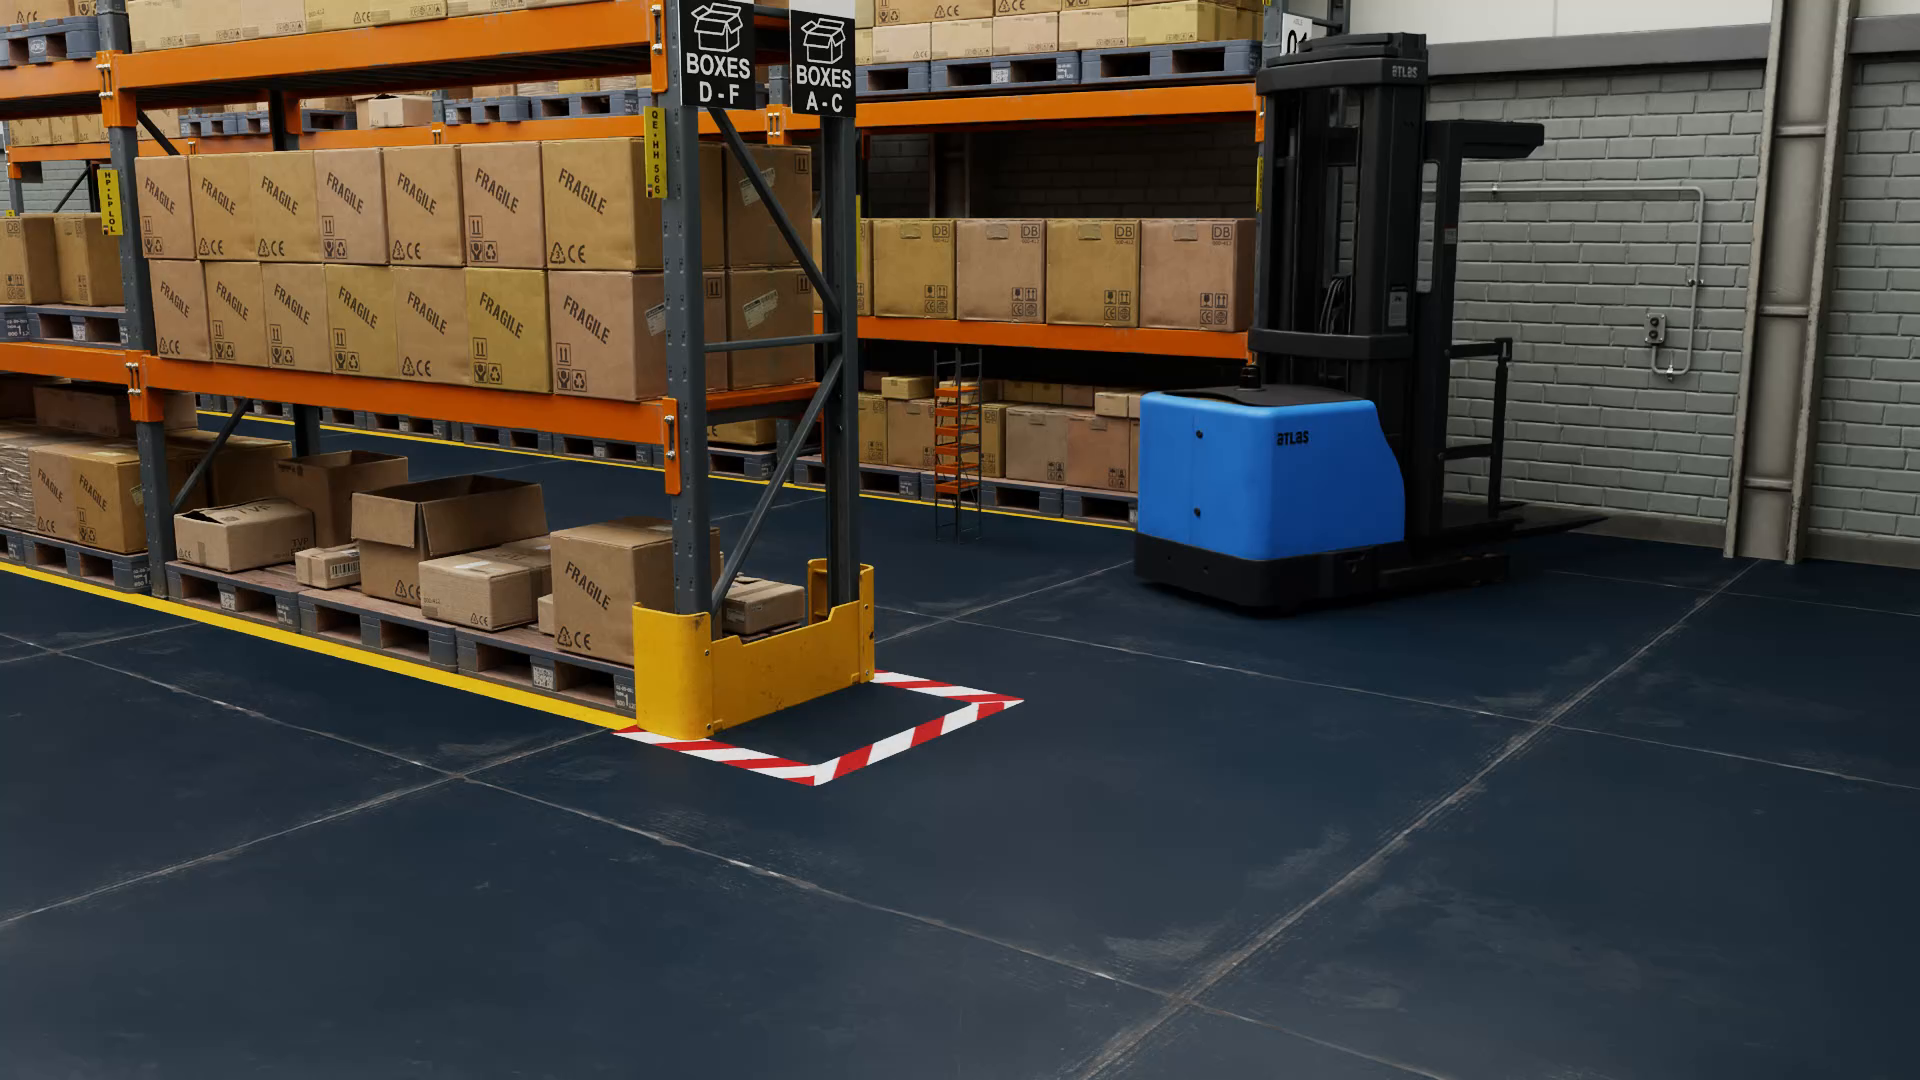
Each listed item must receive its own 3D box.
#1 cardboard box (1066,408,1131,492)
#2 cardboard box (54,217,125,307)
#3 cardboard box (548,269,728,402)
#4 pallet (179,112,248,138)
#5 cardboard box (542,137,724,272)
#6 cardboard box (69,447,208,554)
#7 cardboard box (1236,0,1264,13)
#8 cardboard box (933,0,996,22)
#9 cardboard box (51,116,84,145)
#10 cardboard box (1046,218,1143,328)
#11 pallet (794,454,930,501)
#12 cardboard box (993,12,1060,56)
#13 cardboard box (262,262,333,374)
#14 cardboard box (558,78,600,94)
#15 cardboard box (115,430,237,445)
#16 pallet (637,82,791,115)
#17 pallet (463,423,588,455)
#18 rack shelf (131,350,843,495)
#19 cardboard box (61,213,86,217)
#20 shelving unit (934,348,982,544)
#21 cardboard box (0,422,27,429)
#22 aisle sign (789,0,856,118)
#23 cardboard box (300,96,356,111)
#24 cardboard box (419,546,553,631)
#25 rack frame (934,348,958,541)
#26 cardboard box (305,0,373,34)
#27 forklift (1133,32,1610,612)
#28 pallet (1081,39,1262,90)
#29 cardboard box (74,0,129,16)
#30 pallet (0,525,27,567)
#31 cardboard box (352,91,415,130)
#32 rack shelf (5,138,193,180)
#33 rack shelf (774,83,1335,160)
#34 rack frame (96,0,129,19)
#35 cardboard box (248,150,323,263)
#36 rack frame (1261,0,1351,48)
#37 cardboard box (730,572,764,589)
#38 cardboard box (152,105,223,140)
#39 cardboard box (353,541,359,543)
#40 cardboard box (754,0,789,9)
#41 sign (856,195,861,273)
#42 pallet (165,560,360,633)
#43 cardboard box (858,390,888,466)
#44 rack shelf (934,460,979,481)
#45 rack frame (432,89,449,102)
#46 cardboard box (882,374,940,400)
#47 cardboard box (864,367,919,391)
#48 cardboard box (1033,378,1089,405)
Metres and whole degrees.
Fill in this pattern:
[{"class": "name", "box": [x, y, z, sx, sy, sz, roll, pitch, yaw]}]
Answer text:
[{"class": "cardboard box", "box": [1.127, -0.642, 11.429, 0.500, 0.500, 0.700, 8, 13, 35]}, {"class": "cardboard box", "box": [-4.841, -1.645, 9.768, 0.700, 0.500, 0.500, -11, 15, -44]}, {"class": "cardboard box", "box": [-1.298, -0.843, 6.726, 0.500, 0.500, 0.500, 8, 14, 37]}, {"class": "pallet", "box": [-7.084, -4.188, 16.876, 1.003, 0.211, 1.213, 8, 13, 36]}, {"class": "cardboard box", "box": [-1.297, -1.333, 6.627, 0.500, 0.500, 0.500, 8, 13, 35]}, {"class": "cardboard box", "box": [-4.567, -0.235, 9.271, 0.500, 0.500, 0.500, 8, 13, 35]}, {"class": "cardboard box", "box": [1.708, -3.685, 10.837, 0.500, 0.500, 0.500, 7, 13, 33]}, {"class": "cardboard box", "box": [0.157, -3.781, 11.333, 0.500, 0.500, 0.500, 8, 14, 36]}, {"class": "cardboard box", "box": [-9.788, -4.675, 18.584, 0.500, 0.500, 0.500, 9, 14, 38]}, {"class": "cardboard box", "box": [1.144, -1.827, 11.287, 0.700, 0.700, 0.980, 8, 13, 35]}, {"class": "pallet", "box": [-0.504, -0.527, 12.698, 1.213, 0.211, 1.003, 8, 13, 36]}, {"class": "cardboard box", "box": [0.564, -3.356, 11.108, 0.500, 0.250, 0.500, 7, 13, 34]}, {"class": "cardboard box", "box": [-2.934, -1.071, 7.906, 0.500, 0.500, 0.500, 8, 13, 35]}, {"class": "cardboard box", "box": [-2.973, -4.020, 14.091, 0.500, 0.500, 0.700, 9, 14, 38]}, {"class": "cardboard box", "box": [-4.682, -0.374, 9.986, 0.500, 0.500, 0.500, 8, 14, 36]}, {"class": "pallet", "box": [-1.839, -3.468, 13.164, 1.217, 0.209, 0.805, 7, 13, 33]}, {"class": "pallet", "box": [-3.704, -0.974, 15.009, 1.213, 0.211, 1.003, 8, 13, 36]}, {"class": "rack shelf", "box": [-2.388, -0.657, 7.921, 4.000, 0.370, 1.077, 8, 13, 36]}, {"class": "cardboard box", "box": [-9.730, -3.431, 18.736, 0.500, 0.500, 0.500, 7, 13, 34]}, {"class": "shelving unit", "box": [-0.012, -0.591, 10.424, 0.189, 1.200, 0.258, 8, 13, 36]}, {"class": "cardboard box", "box": [-6.199, -0.463, 10.449, 0.500, 0.500, 0.500, 8, 13, 35]}, {"class": "aisle sign", "box": [-0.547, -2.099, 6.636, 0.004, 0.787, 0.394, 8, 13, 36]}, {"class": "cardboard box", "box": [-6.131, -4.409, 16.154, 0.500, 0.500, 0.500, 7, 13, 34]}, {"class": "cardboard box", "box": [-2.108, 0.214, 7.607, 0.500, 0.250, 0.500, 8, 13, 36]}, {"class": "rack frame", "box": [-0.085, -0.601, 10.477, 0.006, 1.200, 0.240, 8, 13, 36]}, {"class": "cardboard box", "box": [-2.546, -2.372, 7.393, 0.500, 0.250, 0.500, 8, 13, 36]}, {"class": "forklift", "box": [2.480, -1.259, 9.321, 3.031, 2.935, 1.130, -7, 13, -32]}, {"class": "pallet", "box": [1.549, -3.055, 10.759, 1.213, 0.211, 1.003, 8, 13, 36]}, {"class": "cardboard box", "box": [-4.362, -3.080, 9.022, 0.600, 0.600, 0.600, 6, 13, 30]}, {"class": "pallet", "box": [-5.665, -0.088, 10.431, 1.213, 0.211, 1.003, 8, 13, 36]}, {"class": "cardboard box", "box": [-5.285, -4.136, 15.792, 0.637, 0.503, 0.797, 11, 15, 43]}, {"class": "rack shelf", "box": [-9.131, -4.237, 18.532, 4.000, 0.370, 1.077, 8, 13, 36]}, {"class": "rack shelf", "box": [0.542, -2.888, 11.558, 4.000, 0.370, 1.077, 8, 13, 36]}, {"class": "rack frame", "box": [-4.000, -4.180, 8.445, 0.127, 3.000, 1.000, 8, 13, 36]}, {"class": "cardboard box", "box": [-2.956, -1.563, 7.816, 0.500, 0.500, 0.500, 7, 13, 34]}, {"class": "rack frame", "box": [2.154, -4.489, 10.043, 0.127, 3.000, 1.000, 8, 13, 36]}, {"class": "cardboard box", "box": [-1.111, 0.262, 7.579, 0.250, 0.166, 0.380, 8, 13, 36]}, {"class": "cardboard box", "box": [-8.074, -4.444, 17.389, 0.500, 0.500, 0.500, 8, 14, 37]}, {"class": "cardboard box", "box": [-3.035, 0.002, 8.967, 0.250, 0.149, 0.380, 8, 13, 36]}, {"class": "cardboard box", "box": [-1.039, -2.281, 6.920, 0.500, 0.250, 0.500, 8, 13, 36]}, {"class": "sign", "box": [-0.455, -1.293, 7.038, 0.005, 0.325, 0.100, 8, 13, 36]}, {"class": "pallet", "box": [-3.447, 0.212, 8.880, 1.213, 0.211, 1.003, 8, 13, 36]}, {"class": "cardboard box", "box": [-0.528, -0.873, 12.619, 0.500, 0.500, 0.700, 8, 14, 36]}, {"class": "rack shelf", "box": [-0.012, -0.429, 10.455, 0.180, 0.103, 0.258, 8, 13, 36]}, {"class": "rack frame", "box": [-4.295, -5.389, 14.692, 0.127, 3.000, 1.000, 8, 13, 36]}, {"class": "cardboard box", "box": [-0.360, -1.125, 12.214, 0.250, 0.149, 0.380, 9, 14, 37]}, {"class": "cardboard box", "box": [-0.528, -1.238, 12.799, 0.250, 0.149, 0.380, 8, 13, 35]}, {"class": "cardboard box", "box": [0.726, -1.064, 11.897, 0.250, 0.149, 0.380, 8, 14, 36]}]
